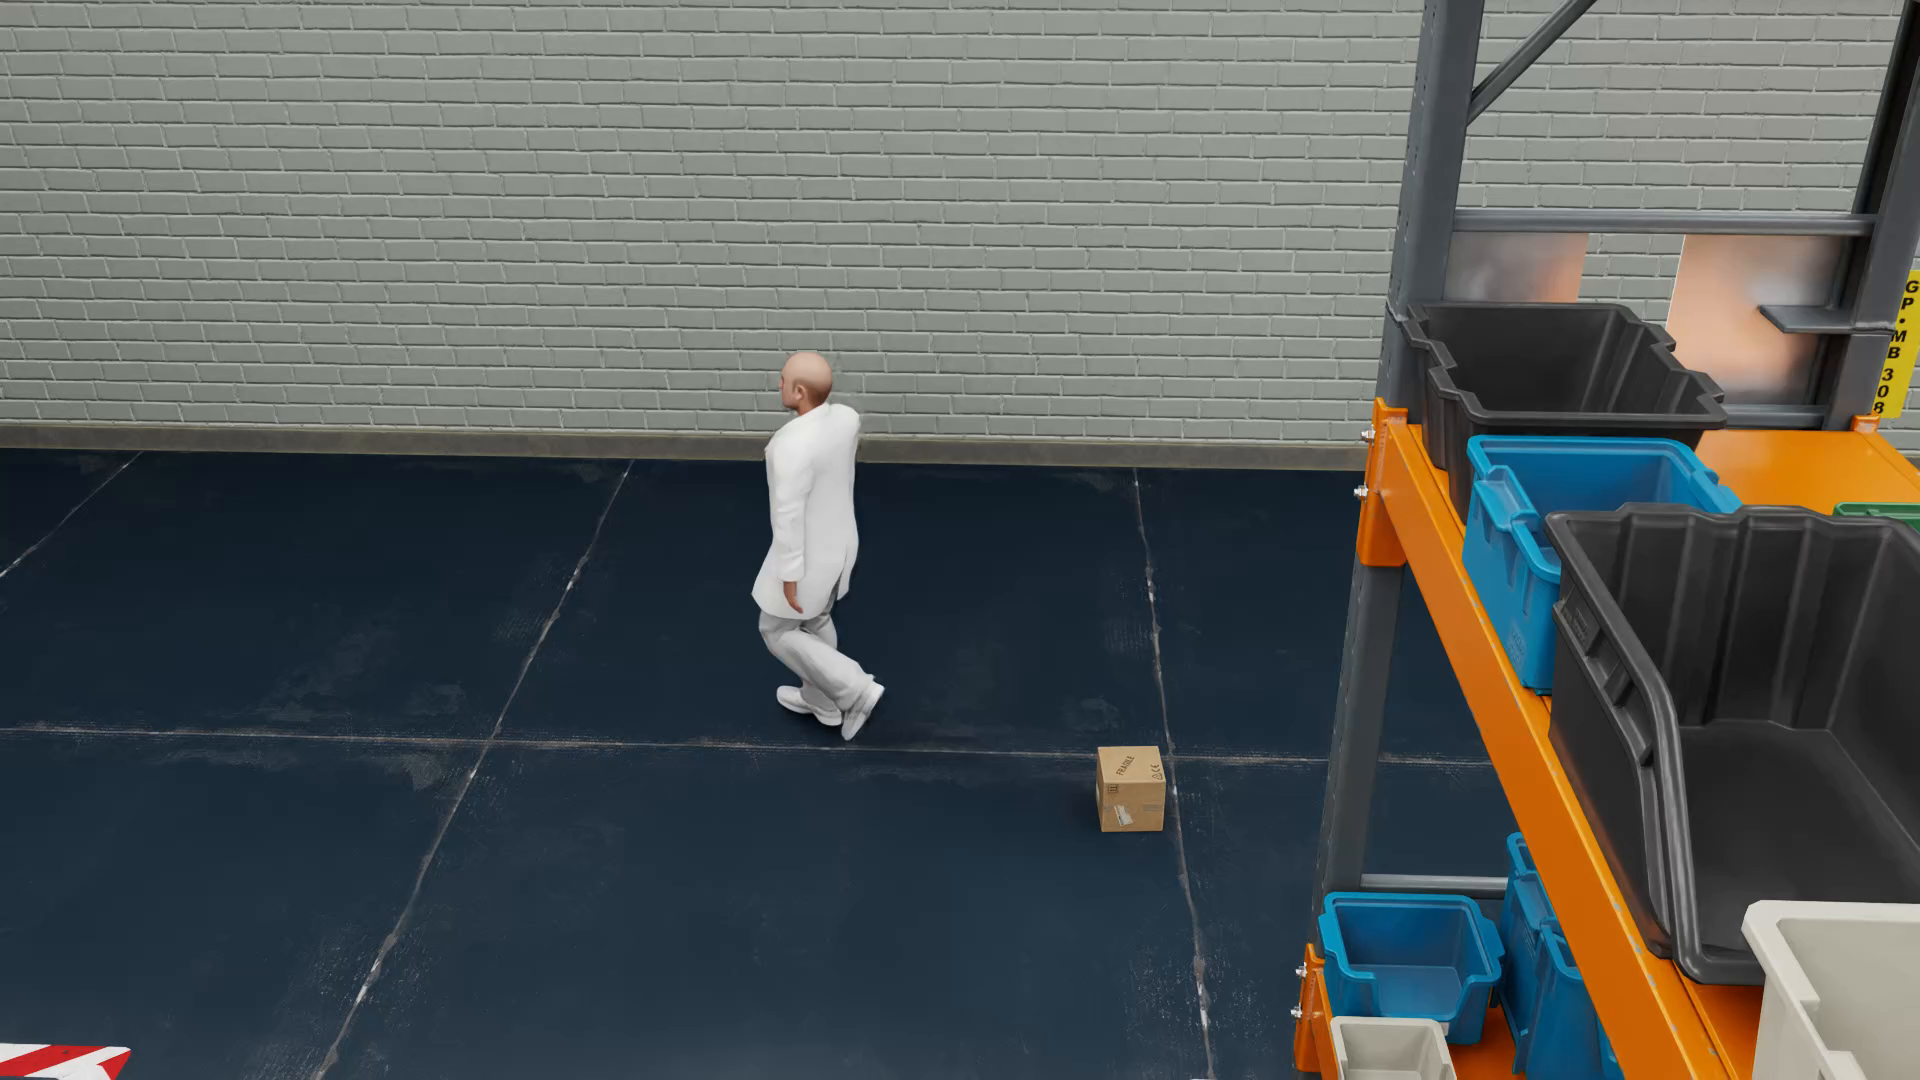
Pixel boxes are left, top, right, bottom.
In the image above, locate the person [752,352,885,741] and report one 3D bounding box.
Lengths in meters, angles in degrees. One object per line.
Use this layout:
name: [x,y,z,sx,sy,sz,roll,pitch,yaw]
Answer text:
person: [-0.582,0.050,6.990,0.647,1.759,0.620,13,30,24]
